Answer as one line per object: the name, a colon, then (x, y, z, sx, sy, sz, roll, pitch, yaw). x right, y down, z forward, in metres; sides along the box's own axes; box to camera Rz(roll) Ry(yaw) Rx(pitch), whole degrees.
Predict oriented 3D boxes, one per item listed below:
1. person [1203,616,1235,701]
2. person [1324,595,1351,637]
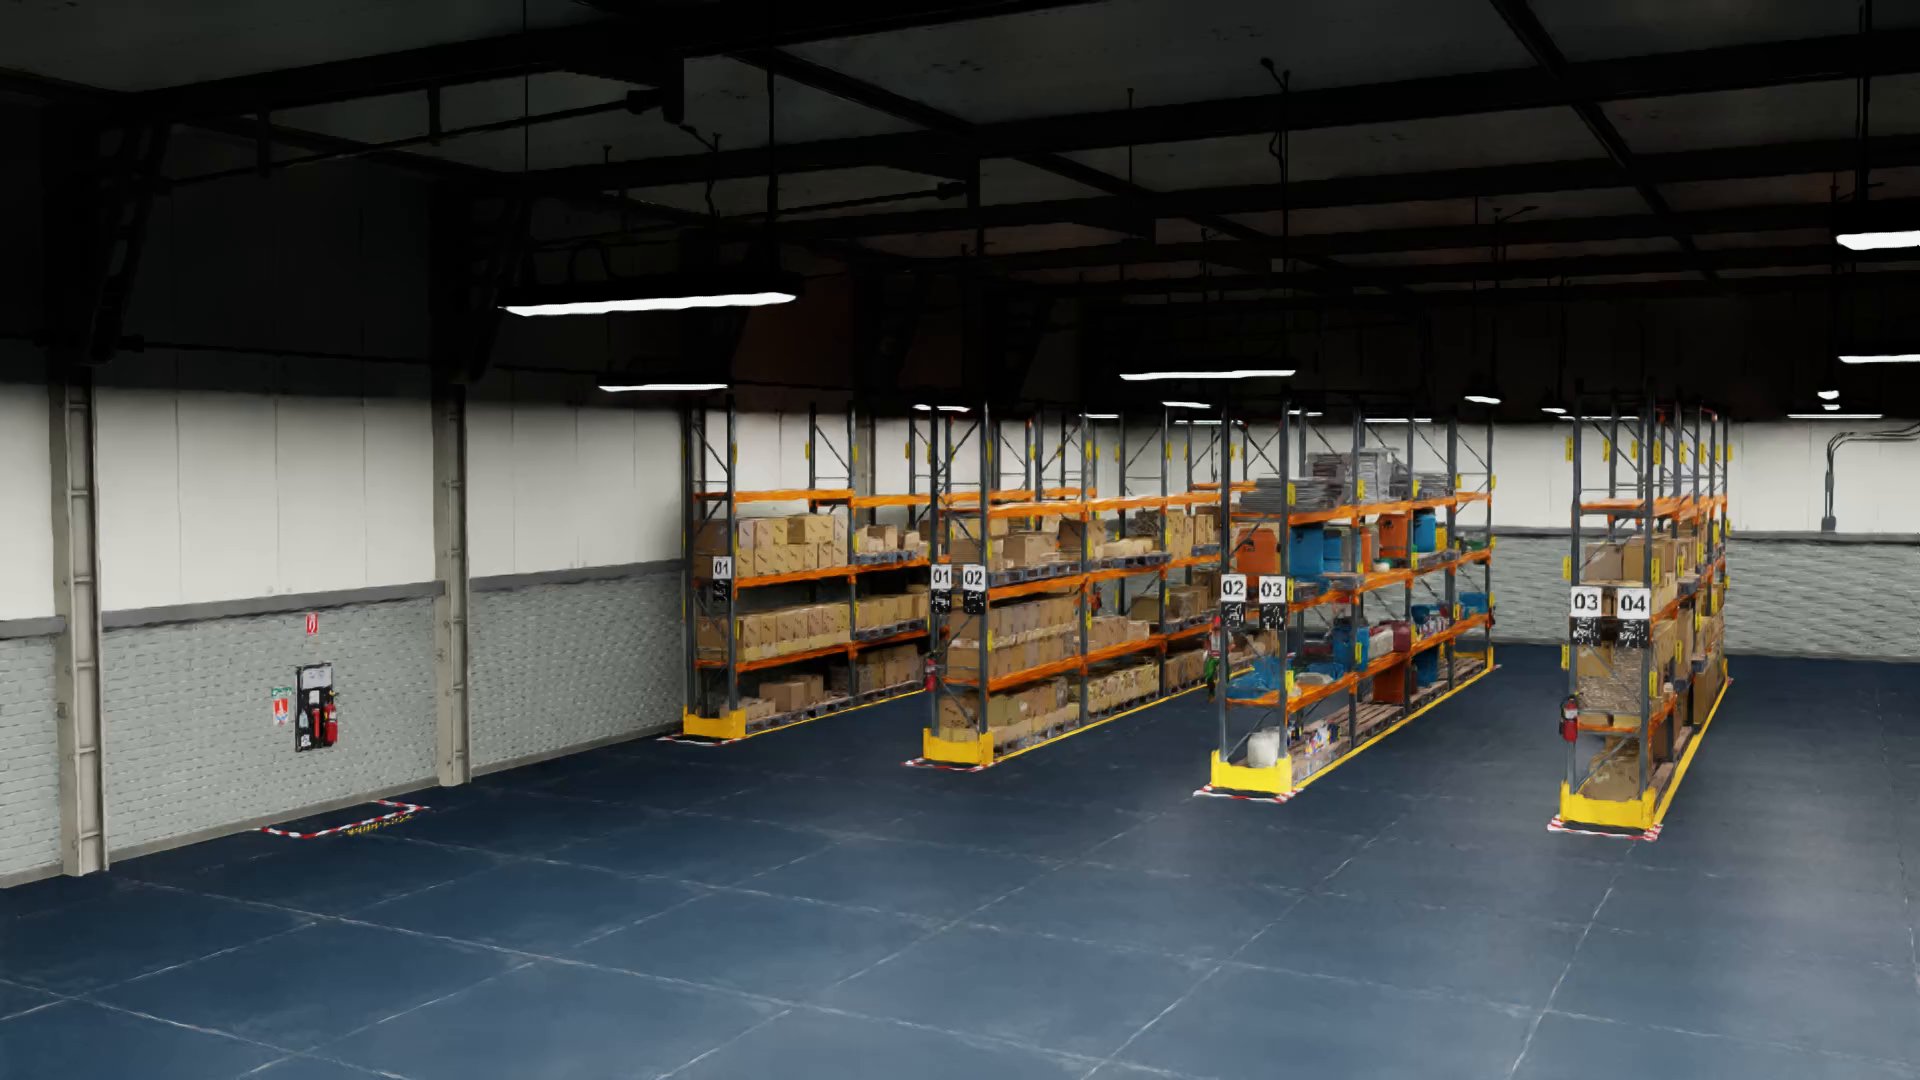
person: (5.189, 2.374, 33.496, 0.710, 1.728, 0.816, 1, 3, 24)
person: (10.221, 1.787, 44.866, 0.715, 1.712, 0.642, -1, 3, -14)
